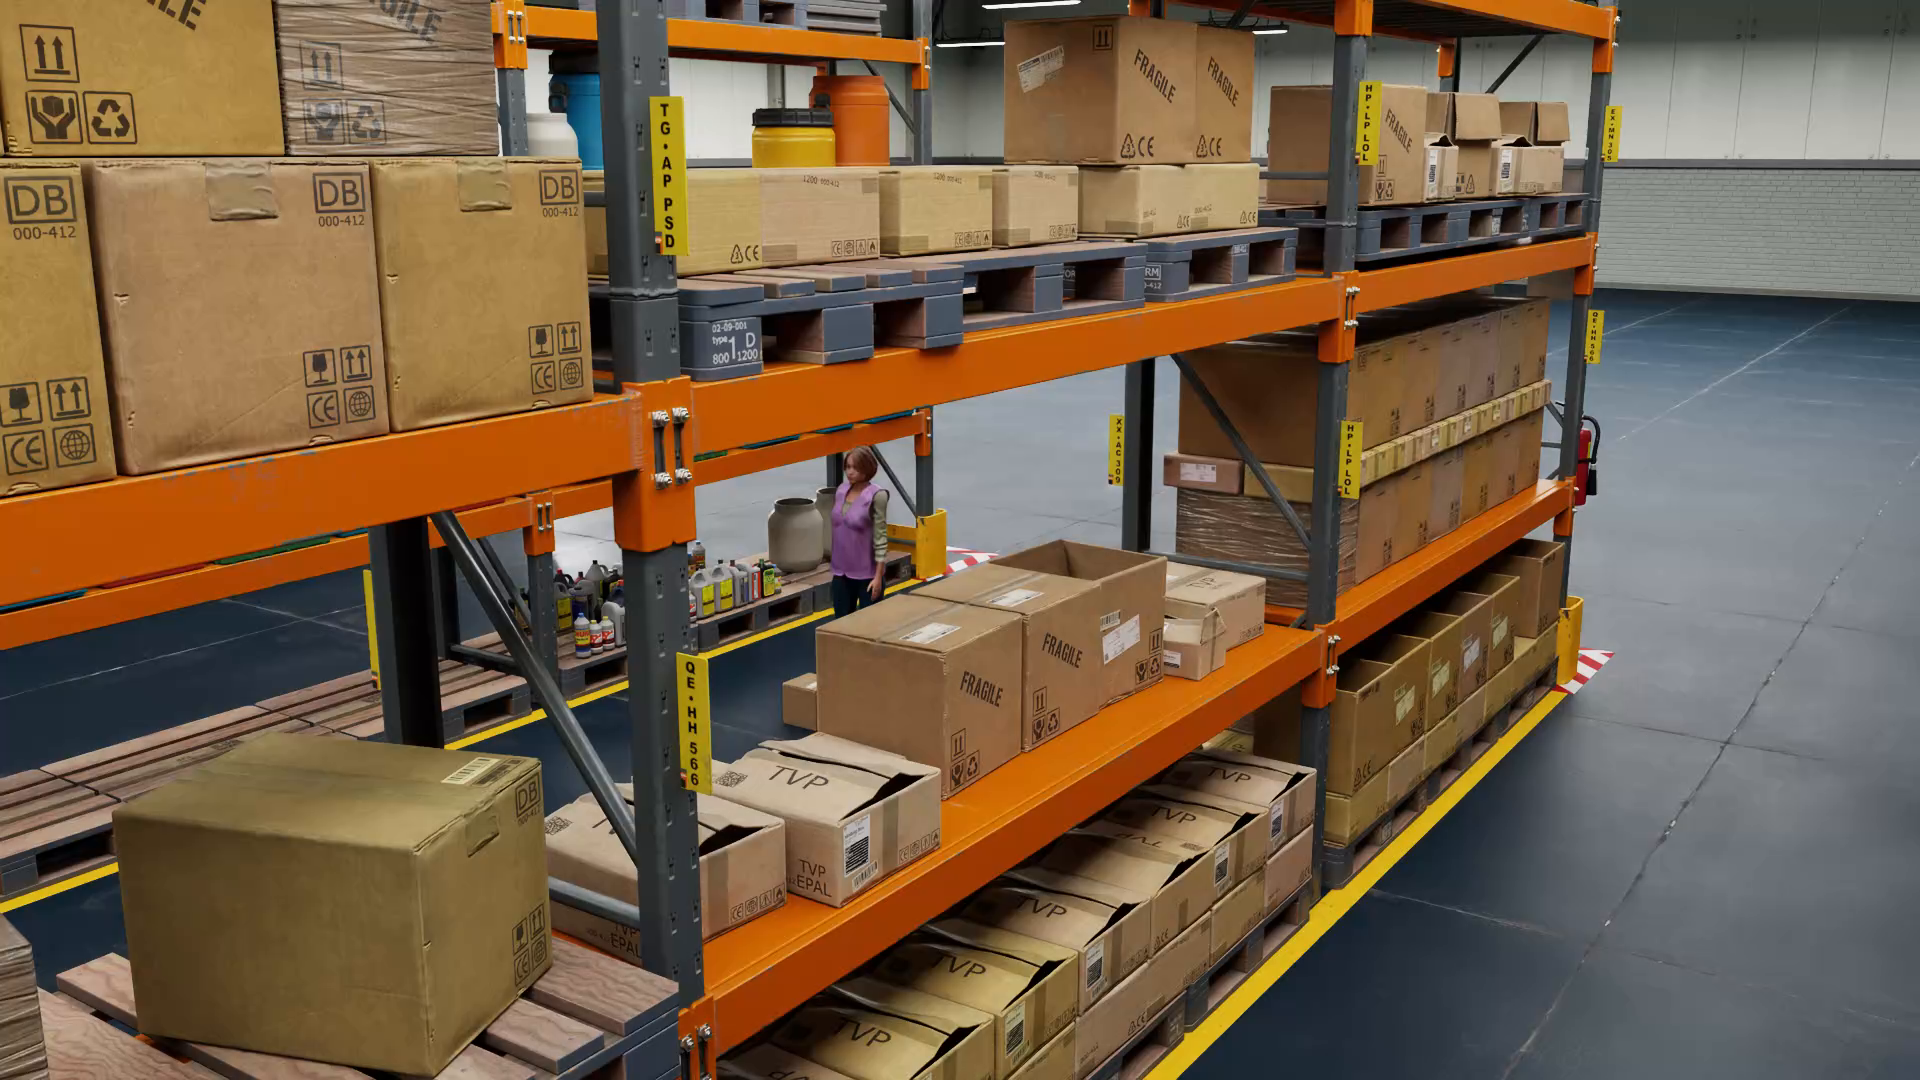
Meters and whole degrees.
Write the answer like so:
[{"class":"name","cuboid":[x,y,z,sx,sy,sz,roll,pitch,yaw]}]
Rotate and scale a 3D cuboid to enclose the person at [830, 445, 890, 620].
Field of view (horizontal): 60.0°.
[{"class":"person","cuboid":[-0.607,0.224,10.085,0.409,1.613,0.313,9,16,34]}]
